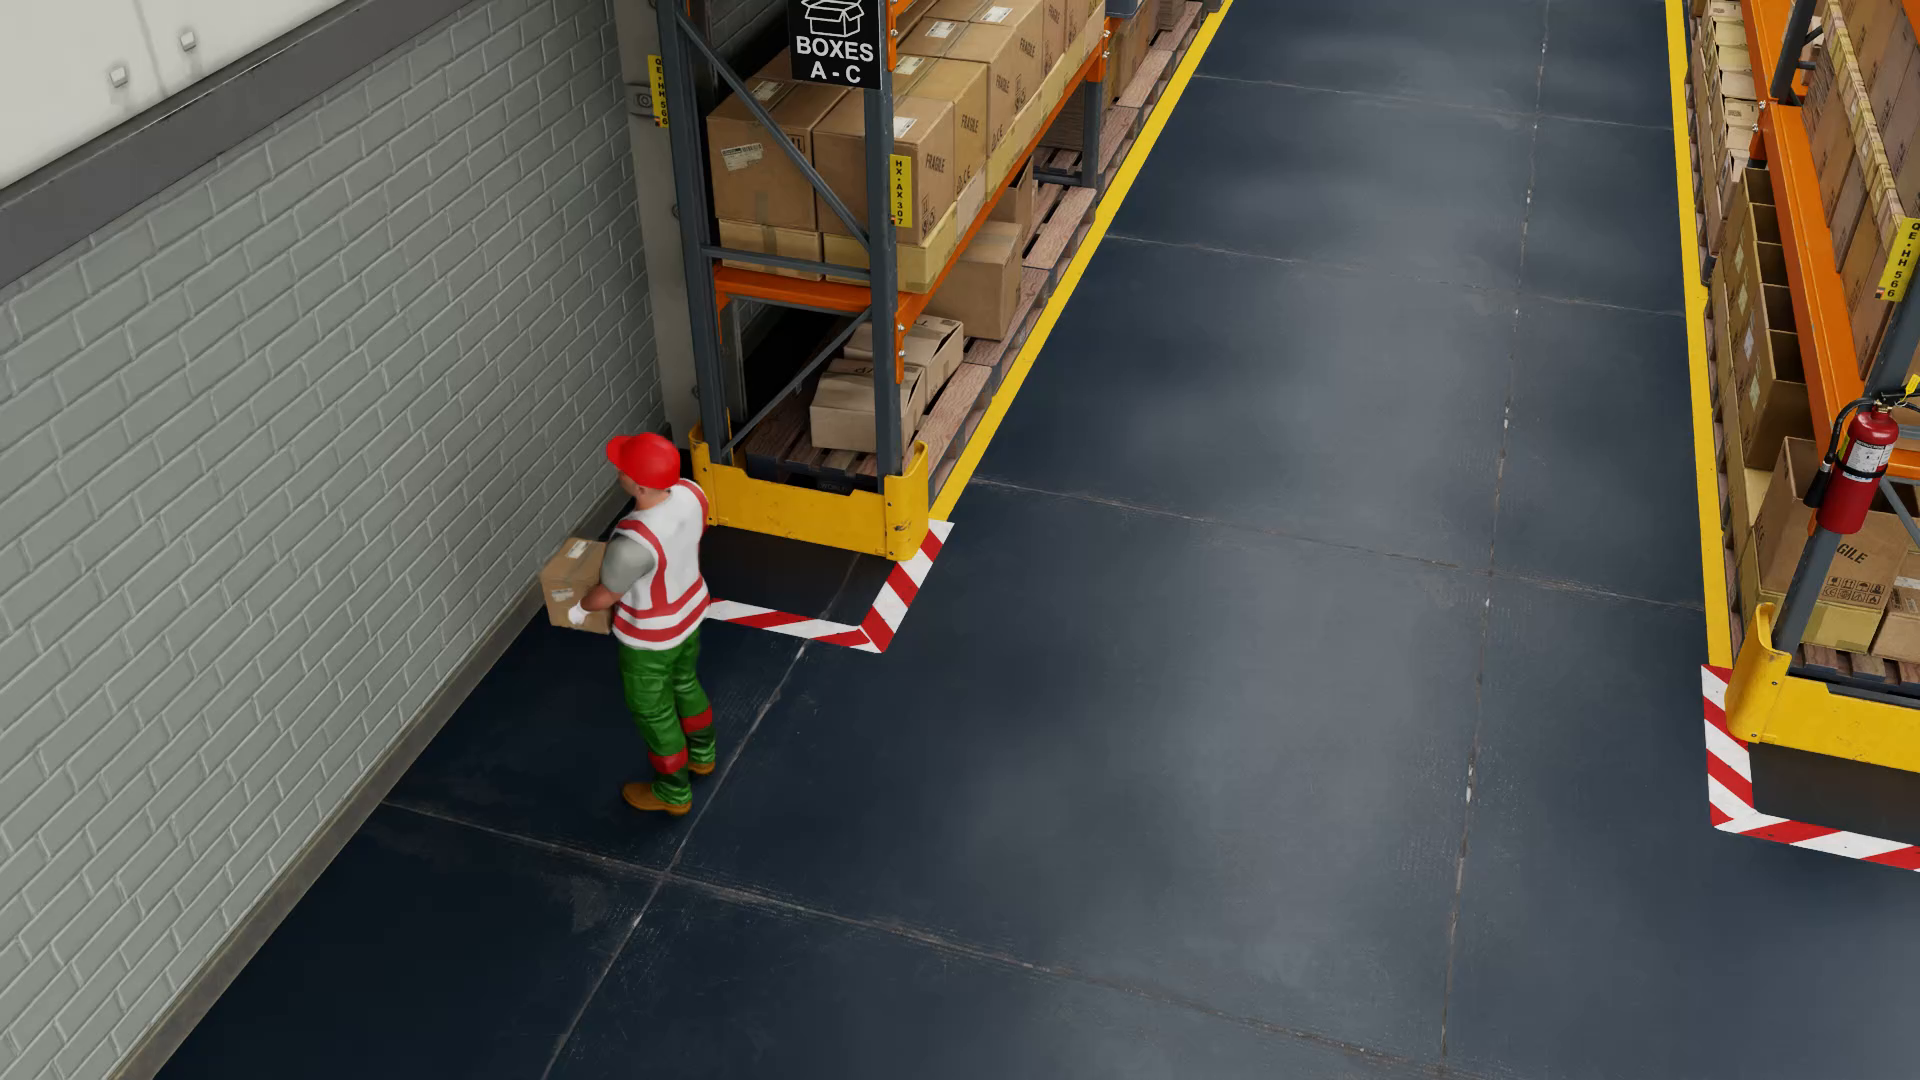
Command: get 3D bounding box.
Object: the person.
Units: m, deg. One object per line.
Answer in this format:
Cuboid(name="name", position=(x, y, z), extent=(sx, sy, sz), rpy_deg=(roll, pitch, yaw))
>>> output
Cuboid(name="person", position=(-1.246, 0.303, 6.464), extent=(0.556, 1.792, 0.506), rpy_deg=(16, 40, 20))
